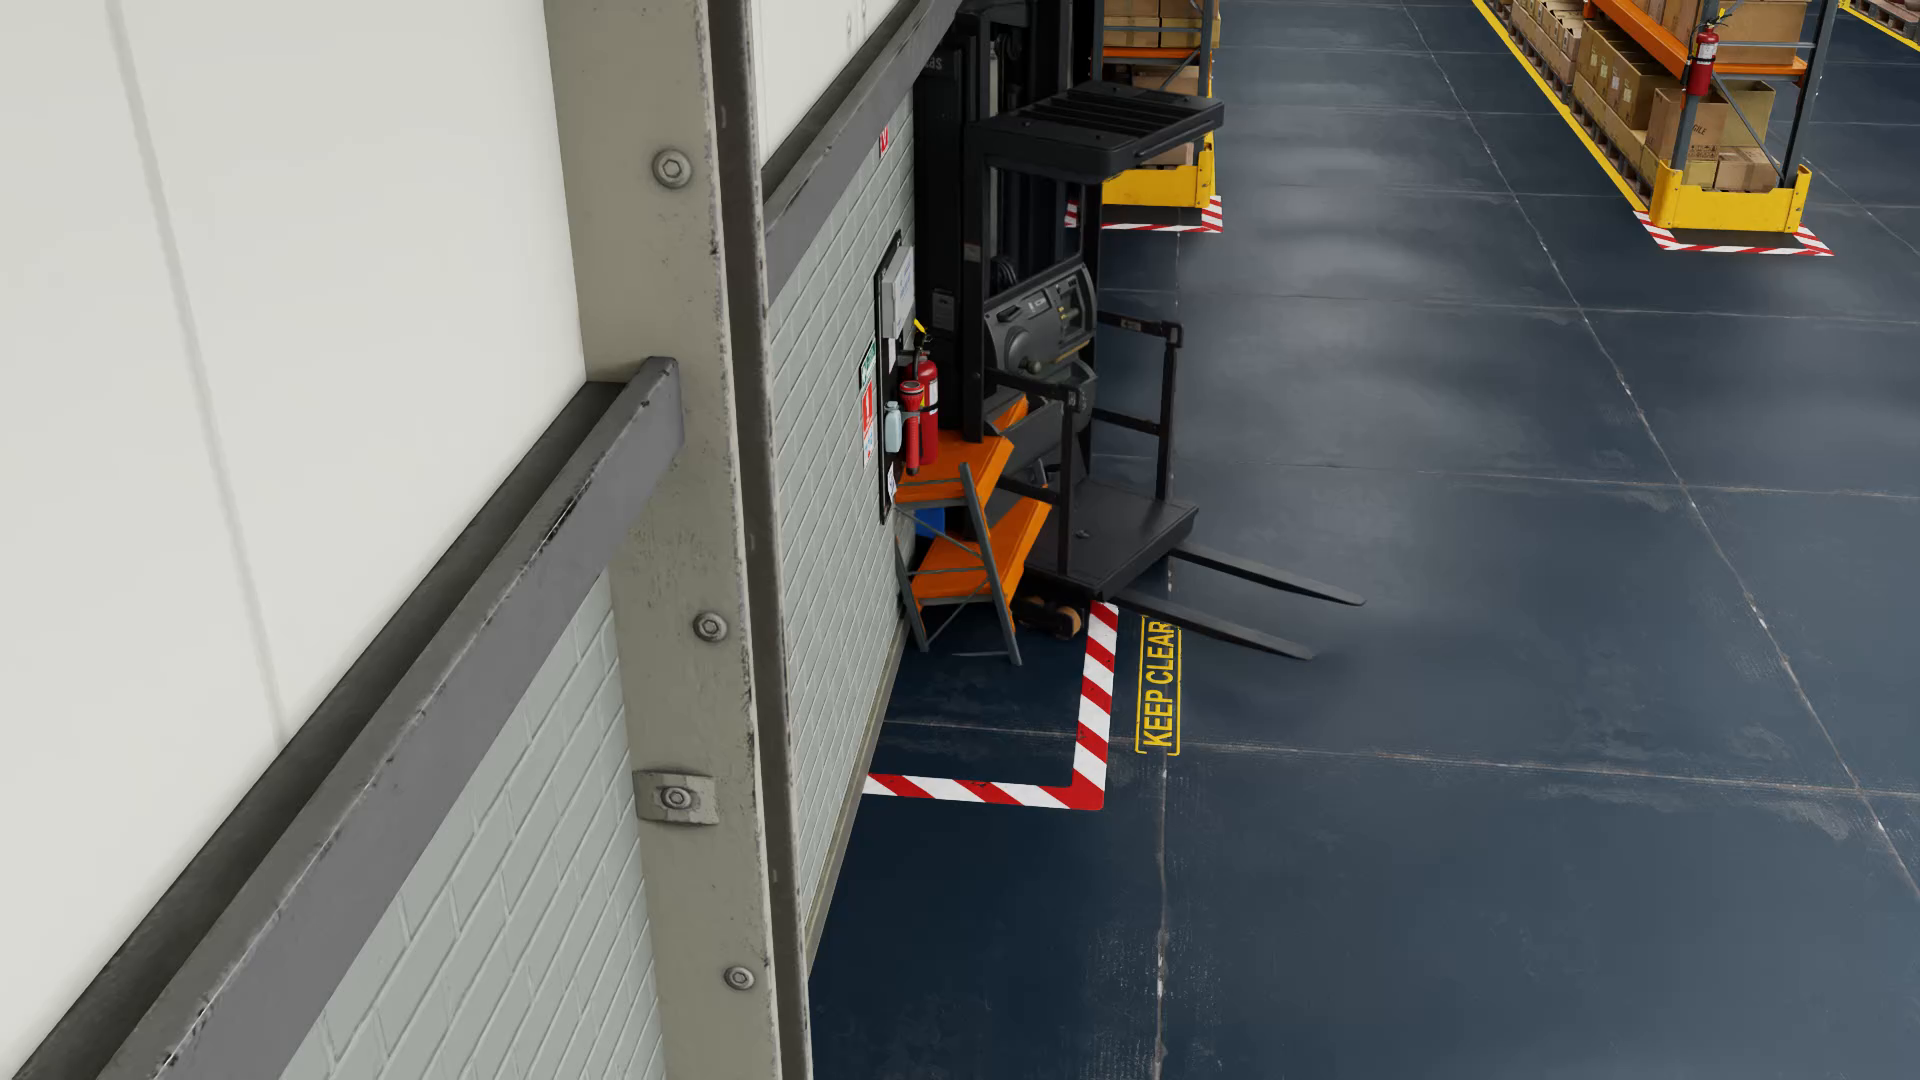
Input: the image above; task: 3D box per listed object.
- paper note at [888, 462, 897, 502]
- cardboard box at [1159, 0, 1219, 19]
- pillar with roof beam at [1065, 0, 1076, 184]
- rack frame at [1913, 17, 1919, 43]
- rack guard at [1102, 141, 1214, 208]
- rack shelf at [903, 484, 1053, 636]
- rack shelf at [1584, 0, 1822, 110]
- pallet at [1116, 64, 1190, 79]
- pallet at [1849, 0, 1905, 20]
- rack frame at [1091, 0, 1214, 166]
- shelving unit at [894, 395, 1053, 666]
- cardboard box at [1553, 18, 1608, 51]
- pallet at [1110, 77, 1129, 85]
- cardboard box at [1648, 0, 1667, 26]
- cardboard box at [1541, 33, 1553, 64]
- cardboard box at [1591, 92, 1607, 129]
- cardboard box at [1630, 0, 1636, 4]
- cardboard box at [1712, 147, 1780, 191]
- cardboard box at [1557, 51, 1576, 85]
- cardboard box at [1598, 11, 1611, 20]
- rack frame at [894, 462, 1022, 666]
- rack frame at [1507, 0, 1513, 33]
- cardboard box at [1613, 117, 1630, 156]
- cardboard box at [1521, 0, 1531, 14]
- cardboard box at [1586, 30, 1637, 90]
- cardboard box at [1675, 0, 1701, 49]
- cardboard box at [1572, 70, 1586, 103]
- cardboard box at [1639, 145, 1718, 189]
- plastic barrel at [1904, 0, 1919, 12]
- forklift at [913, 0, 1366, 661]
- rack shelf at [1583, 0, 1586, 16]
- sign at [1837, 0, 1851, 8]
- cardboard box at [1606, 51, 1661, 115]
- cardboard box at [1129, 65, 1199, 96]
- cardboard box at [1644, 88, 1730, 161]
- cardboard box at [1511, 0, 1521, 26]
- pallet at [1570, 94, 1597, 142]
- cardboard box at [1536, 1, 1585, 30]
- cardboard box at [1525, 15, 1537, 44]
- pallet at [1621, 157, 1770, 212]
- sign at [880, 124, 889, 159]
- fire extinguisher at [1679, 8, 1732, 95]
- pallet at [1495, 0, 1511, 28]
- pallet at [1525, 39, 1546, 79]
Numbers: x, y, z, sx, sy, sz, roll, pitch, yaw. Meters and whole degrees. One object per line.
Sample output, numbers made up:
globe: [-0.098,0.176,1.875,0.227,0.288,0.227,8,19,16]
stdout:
paper note: [-0.304,-0.259,7.498,0.016,0.148,0.142,3,28,6]
cardboard box: [1.991,-4.812,14.366,0.500,0.500,0.500,3,28,6]
pillar with roof beam: [5.134,-7.103,12.946,9.100,9.000,0.400,3,28,6]
rack frame: [12.447,-7.522,20.050,1.000,3.000,0.127,3,28,6]
rack guard: [1.644,-3.267,14.788,1.175,0.500,0.348,3,28,6]
rack shelf: [0.121,0.097,8.478,0.538,0.278,1.000,-5,29,20]
rack shelf: [6.796,-4.671,15.515,1.077,0.370,4.000,3,28,6]
pallet: [2.218,-5.354,18.965,1.003,0.211,1.213,3,28,6]
pallet: [12.654,-7.241,22.467,1.003,0.211,1.213,3,28,6]
rack frame: [1.634,-4.332,14.128,1.000,3.000,0.127,3,28,6]
shelving unit: [0.063,-0.112,8.365,0.538,1.125,1.048,-5,29,20]
cardboard box: [6.864,-5.603,18.352,0.500,0.311,0.500,4,29,8]
pallet: [2.077,-4.669,17.694,1.003,0.211,1.213,3,28,6]
cardboard box: [6.808,-5.038,15.333,0.700,0.500,0.500,4,29,8]
cardboard box: [6.930,-5.594,18.927,0.500,0.250,0.500,4,29,7]
cardboard box: [6.551,-4.232,16.400,0.500,0.250,0.500,3,28,6]
cardboard box: [6.935,-5.515,16.219,0.700,0.500,0.500,3,28,6]
cardboard box: [6.838,-3.260,14.594,0.500,0.250,0.500,3,28,6]
cardboard box: [6.804,-5.115,18.038,0.500,0.250,0.500,3,28,6]
cardboard box: [7.468,-5.809,18.735,0.500,0.311,0.500,2,28,5]
rack frame: [-0.067,0.150,7.949,0.500,1.125,0.032,-5,29,20]
rack frame: [7.531,-7.812,20.587,1.000,3.000,0.127,3,28,6]
cardboard box: [6.432,-3.761,15.526,0.500,0.250,0.500,3,28,6]
cardboard box: [7.120,-6.556,20.121,0.500,0.311,0.500,3,28,5]
cardboard box: [6.620,-4.797,16.658,0.500,0.500,0.500,3,28,6]
cardboard box: [6.681,-4.556,14.440,0.700,0.500,0.500,4,29,8]
cardboard box: [6.684,-4.703,17.272,0.500,0.250,0.500,3,28,6]
cardboard box: [6.324,-3.290,14.650,0.500,0.250,0.500,3,28,6]
plastic barrel: [12.470,-7.114,21.472,0.421,0.512,0.421,0,28,0]
forklift: [0.578,-1.078,8.160,3.031,2.935,1.130,18,33,30]
rack shelf: [7.286,-6.554,19.010,1.077,0.370,4.000,3,28,6]
sign: [7.101,-4.427,13.308,0.100,0.325,0.005,3,28,6]
cardboard box: [6.492,-4.327,15.785,0.500,0.500,0.500,3,28,6]
cardboard box: [2.018,-4.356,16.346,0.700,0.500,0.500,2,28,3]
cardboard box: [6.322,-3.620,14.473,0.500,0.500,0.500,3,28,6]
cardboard box: [7.176,-6.557,20.714,0.500,0.250,0.500,3,28,6]
pallet: [6.902,-4.329,17.063,1.003,0.211,1.213,3,28,6]
cardboard box: [6.993,-6.074,19.226,0.500,0.311,0.500,3,28,6]
cardboard box: [7.057,-6.075,19.820,0.500,0.250,0.500,3,28,5]
pallet: [6.603,-3.181,14.931,1.003,0.211,1.213,3,28,6]
sign: [-0.314,-1.749,6.890,0.001,0.298,0.199,3,28,6]
fire extinguisher: [6.076,-3.983,13.563,0.296,0.674,0.183,3,28,6]
pallet: [7.660,-6.933,21.897,1.003,0.211,1.213,3,28,6]
pallet: [7.240,-5.626,19.471,1.003,0.211,1.213,3,28,6]
